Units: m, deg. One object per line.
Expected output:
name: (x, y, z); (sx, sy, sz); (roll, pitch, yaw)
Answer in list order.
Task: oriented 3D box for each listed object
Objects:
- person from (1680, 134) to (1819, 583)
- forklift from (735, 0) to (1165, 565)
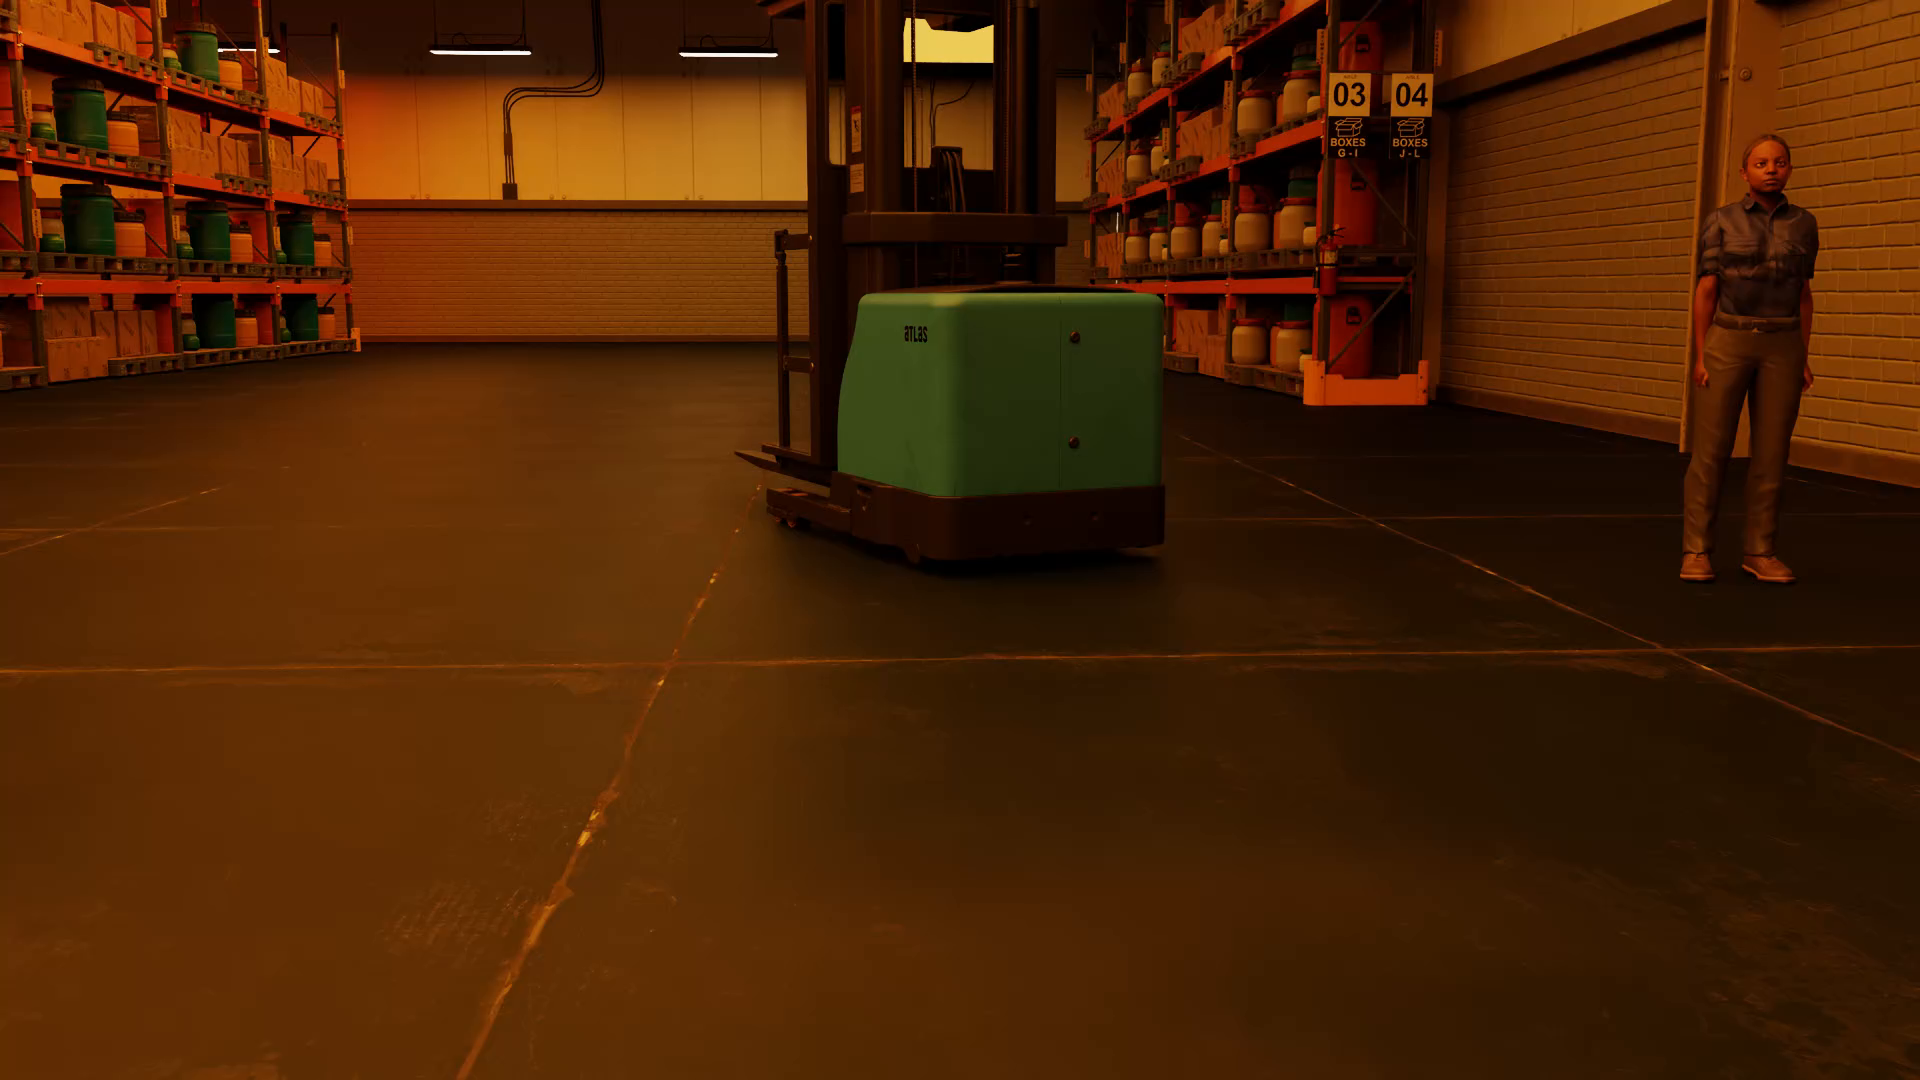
person: (2.964, -0.675, 6.229); (0.449, 1.659, 0.339); (1, 9, 8)
forklift: (-0.264, -1.530, 7.637); (1.130, 2.935, 3.031); (-4, 9, -25)
